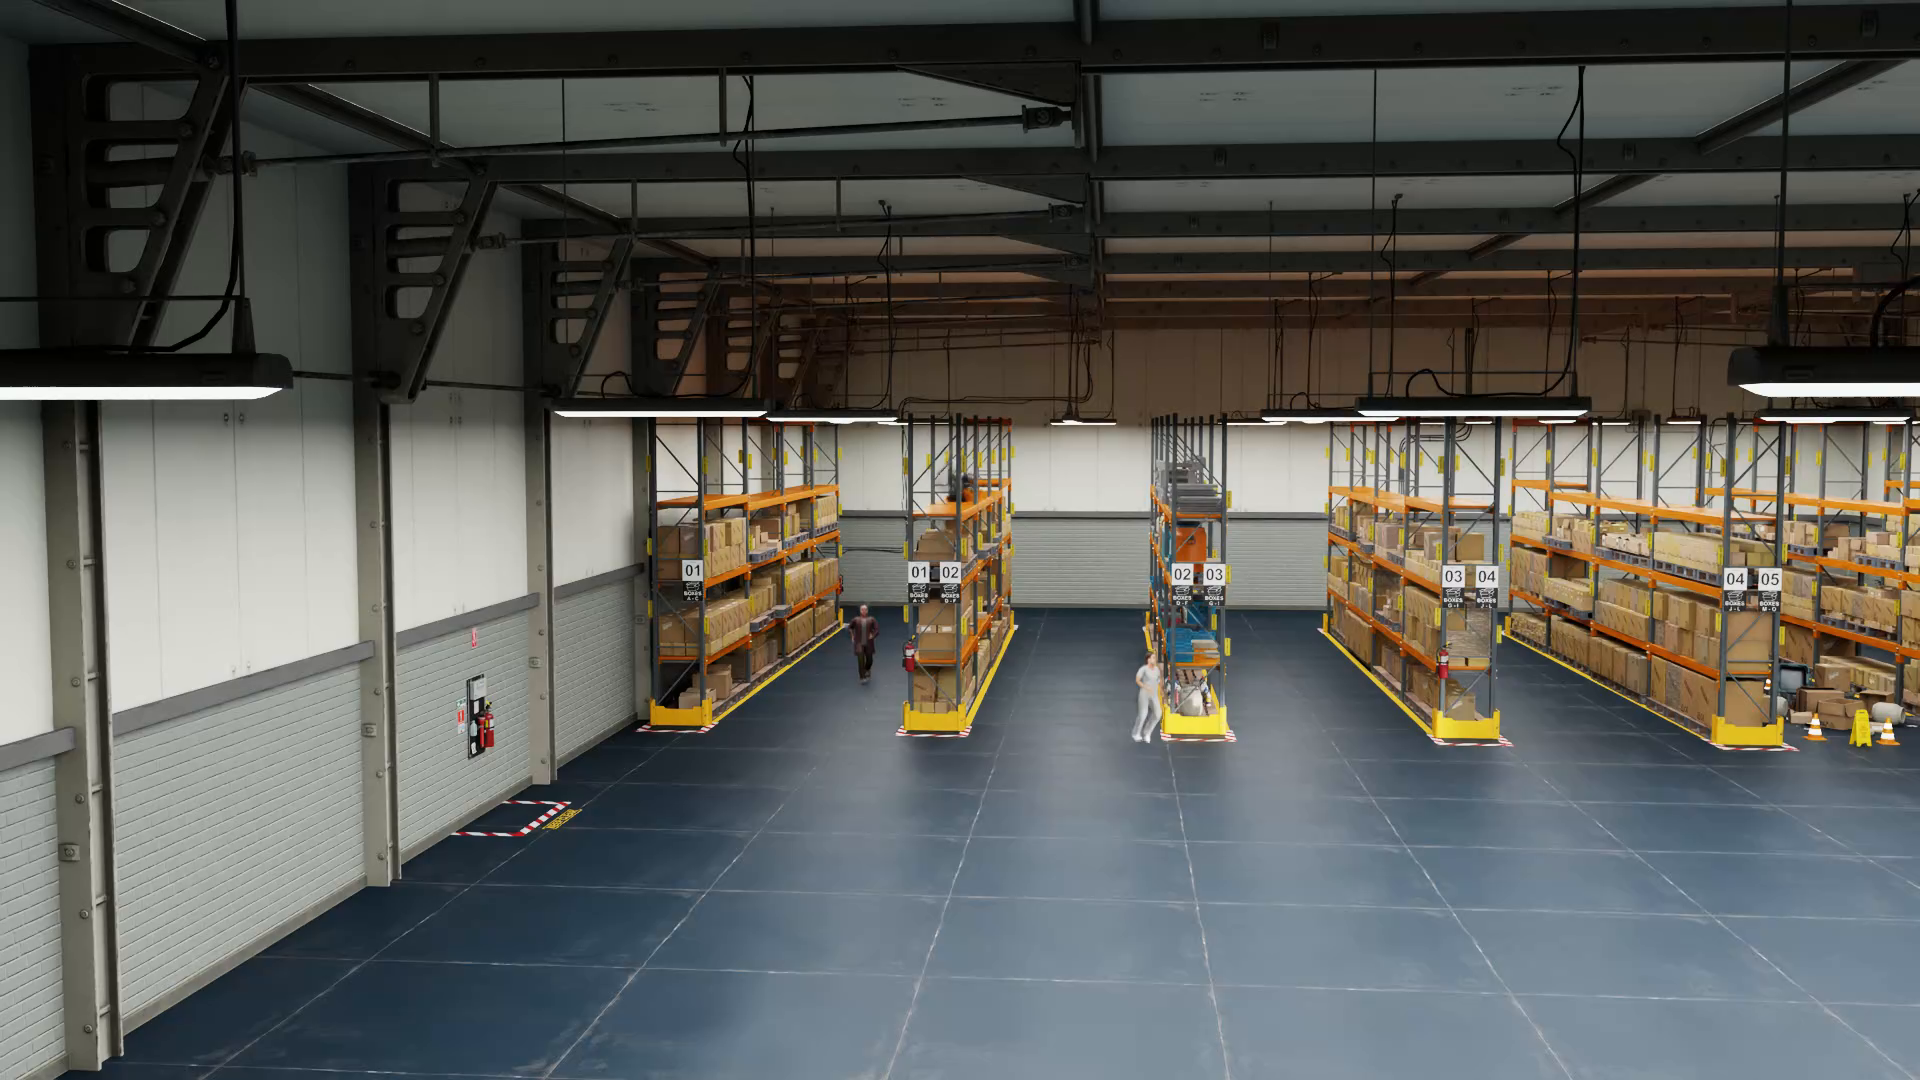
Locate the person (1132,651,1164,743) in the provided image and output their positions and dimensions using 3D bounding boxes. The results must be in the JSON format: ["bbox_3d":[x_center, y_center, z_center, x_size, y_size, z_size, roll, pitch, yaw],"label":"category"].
[{"bbox_3d":[3.477,2.858,30.344,0.632,1.651,0.606,-2,4,-26],"label":"person"}]

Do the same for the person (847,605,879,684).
[{"bbox_3d":[-2.173,2.334,37.403,0.715,1.735,0.826,0,4,-5],"label":"person"}]

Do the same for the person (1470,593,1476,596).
[{"bbox_3d":[13.845,1.893,45.206,0.547,1.591,0.801,1,4,8],"label":"person"}]
